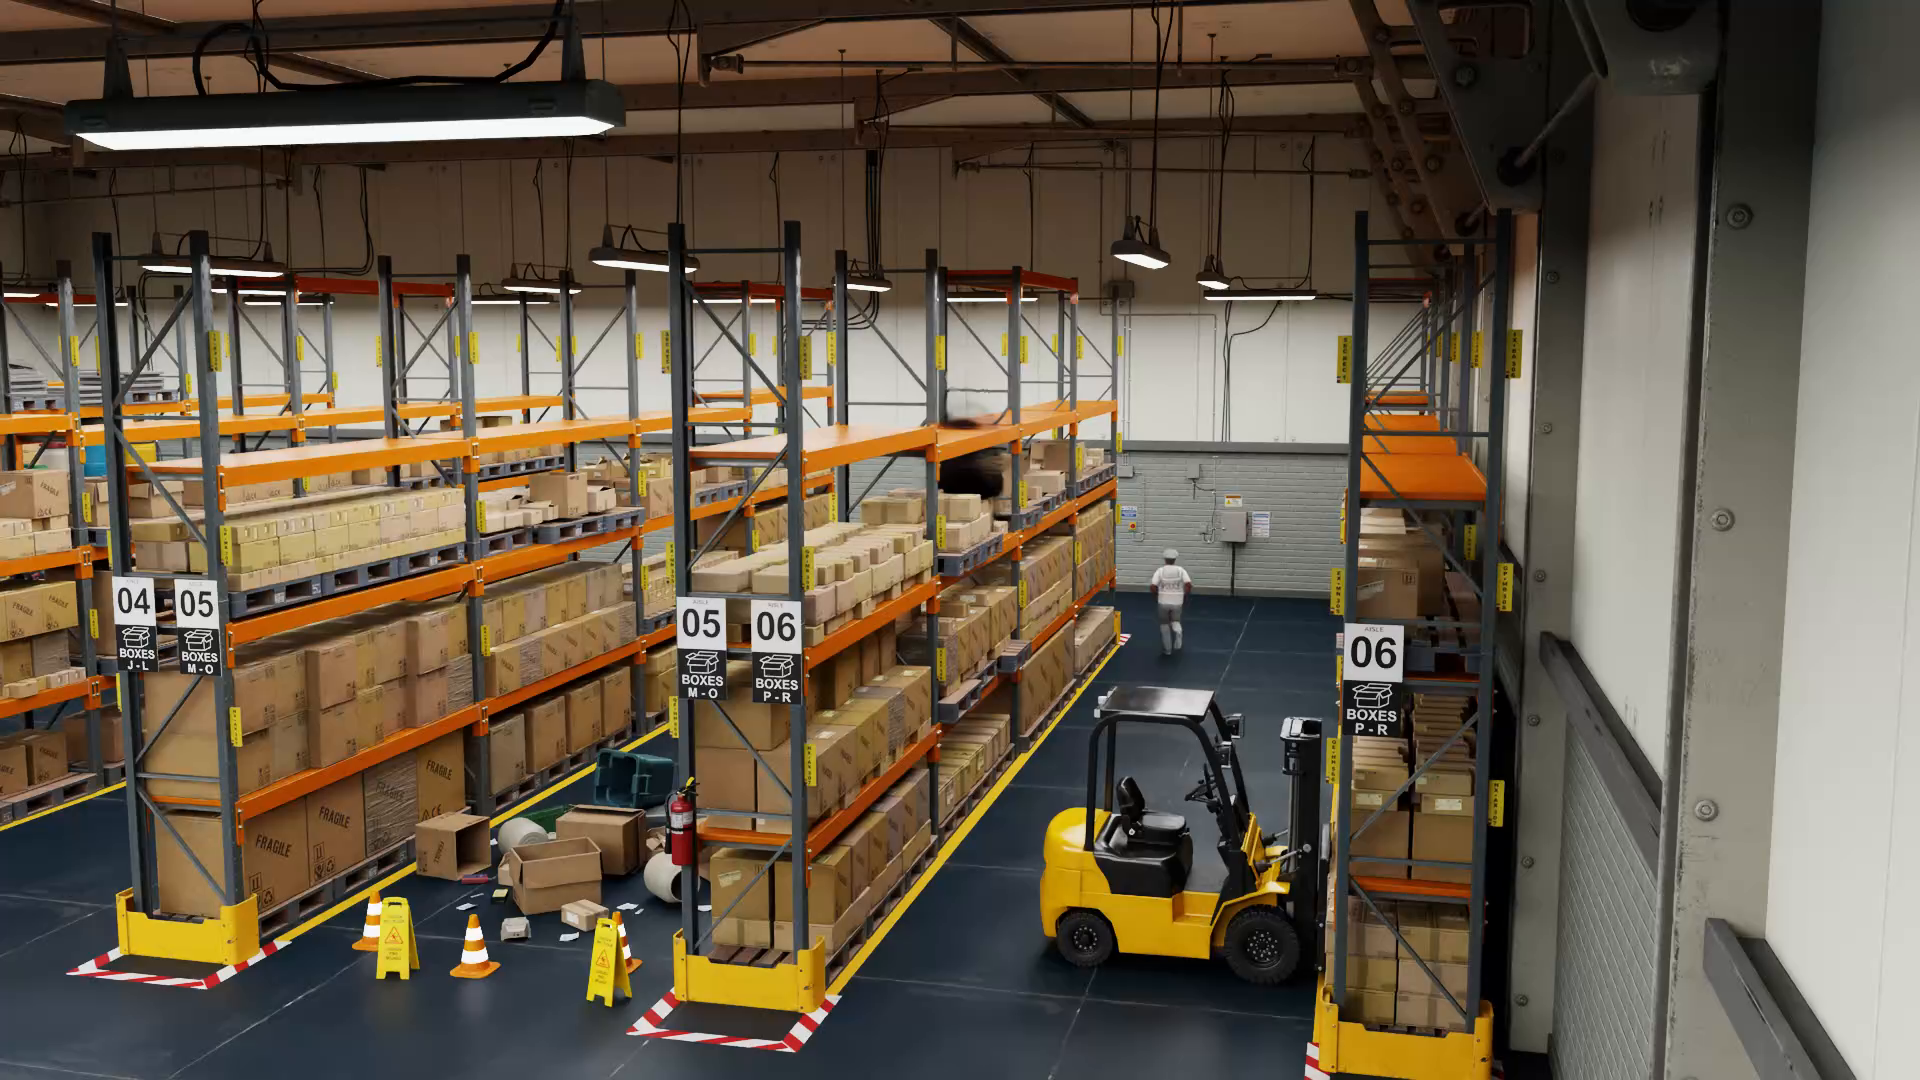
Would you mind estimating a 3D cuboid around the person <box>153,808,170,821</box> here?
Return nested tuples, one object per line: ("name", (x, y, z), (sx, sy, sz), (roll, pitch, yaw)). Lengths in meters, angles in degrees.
("person", (-7.719, 2.476, 16.182), (0.543, 1.473, 0.530), (0, 7, 2))

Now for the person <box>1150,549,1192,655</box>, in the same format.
("person", (3.430, 1.006, 27.144), (0.667, 1.736, 0.598), (0, 7, 2))
